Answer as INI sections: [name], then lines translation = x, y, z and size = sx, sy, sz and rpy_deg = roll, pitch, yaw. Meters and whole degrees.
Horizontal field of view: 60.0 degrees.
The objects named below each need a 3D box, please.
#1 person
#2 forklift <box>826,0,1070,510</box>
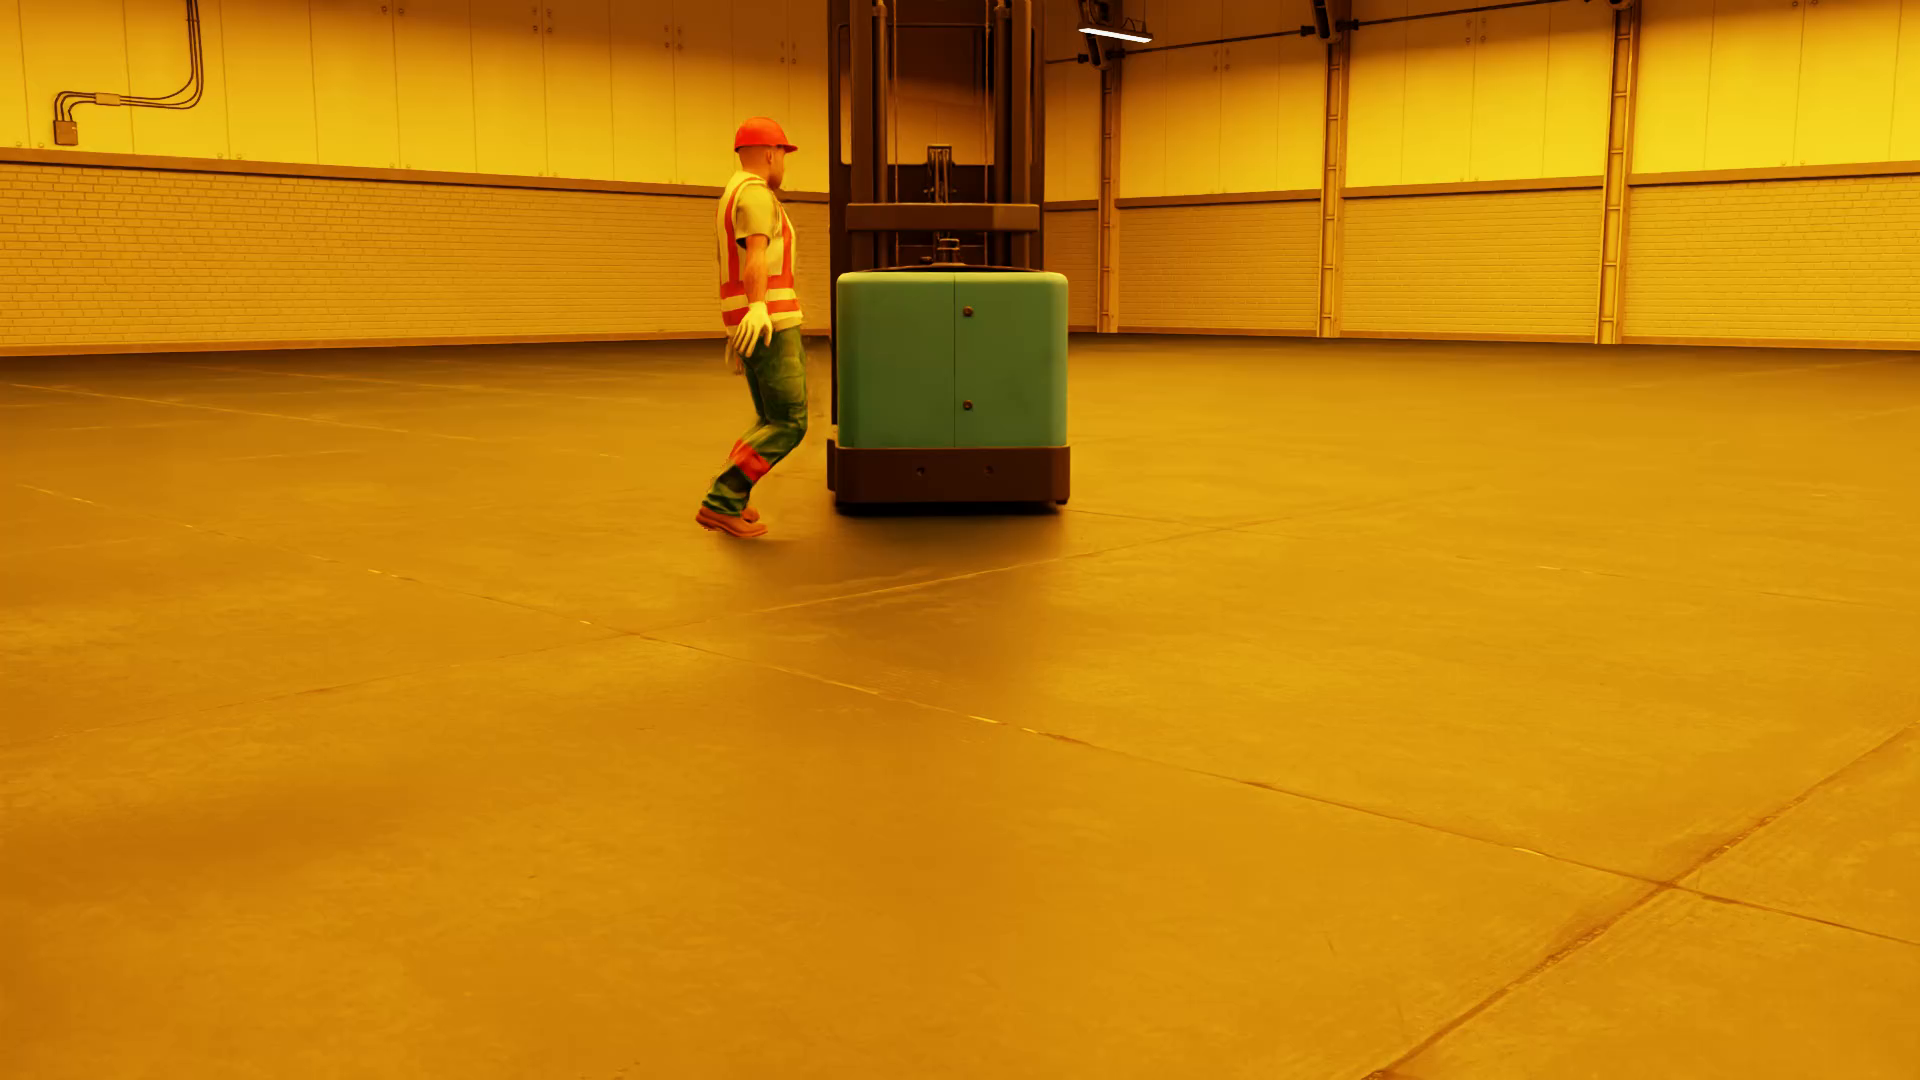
[person]
translation = -0.869, -0.873, 6.806
size = 0.496, 1.703, 0.895
rpy_deg = -2, 9, -16
[forklift]
translation = -0.137, -1.771, 8.636
size = 1.130, 2.935, 3.031
rpy_deg = -1, 9, -4
